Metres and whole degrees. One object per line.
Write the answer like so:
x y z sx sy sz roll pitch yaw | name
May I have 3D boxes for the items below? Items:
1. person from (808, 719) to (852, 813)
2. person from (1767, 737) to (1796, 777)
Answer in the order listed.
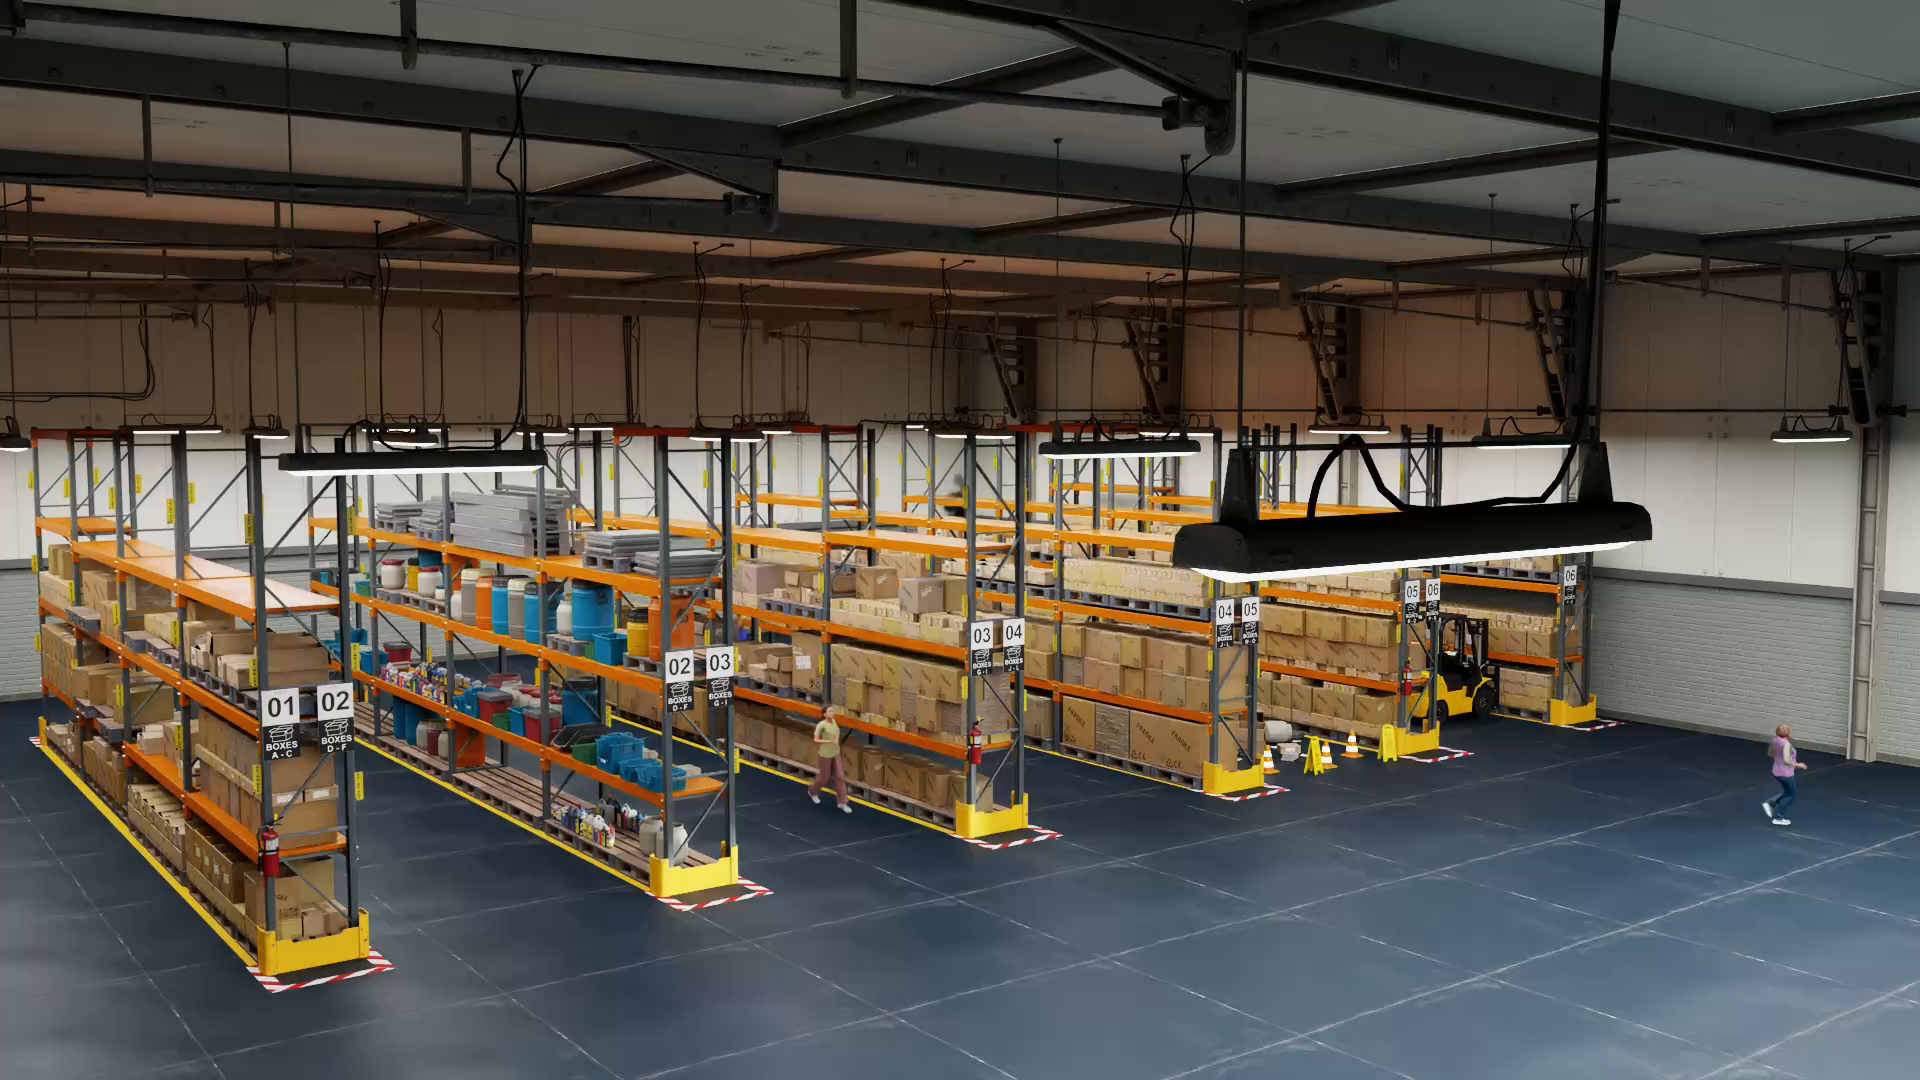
-2.072 3.538 26.232 0.534 1.422 0.951 -4 6 -45 | person
12.532 3.298 25.310 0.314 0.576 0.530 0 4 6 | person
